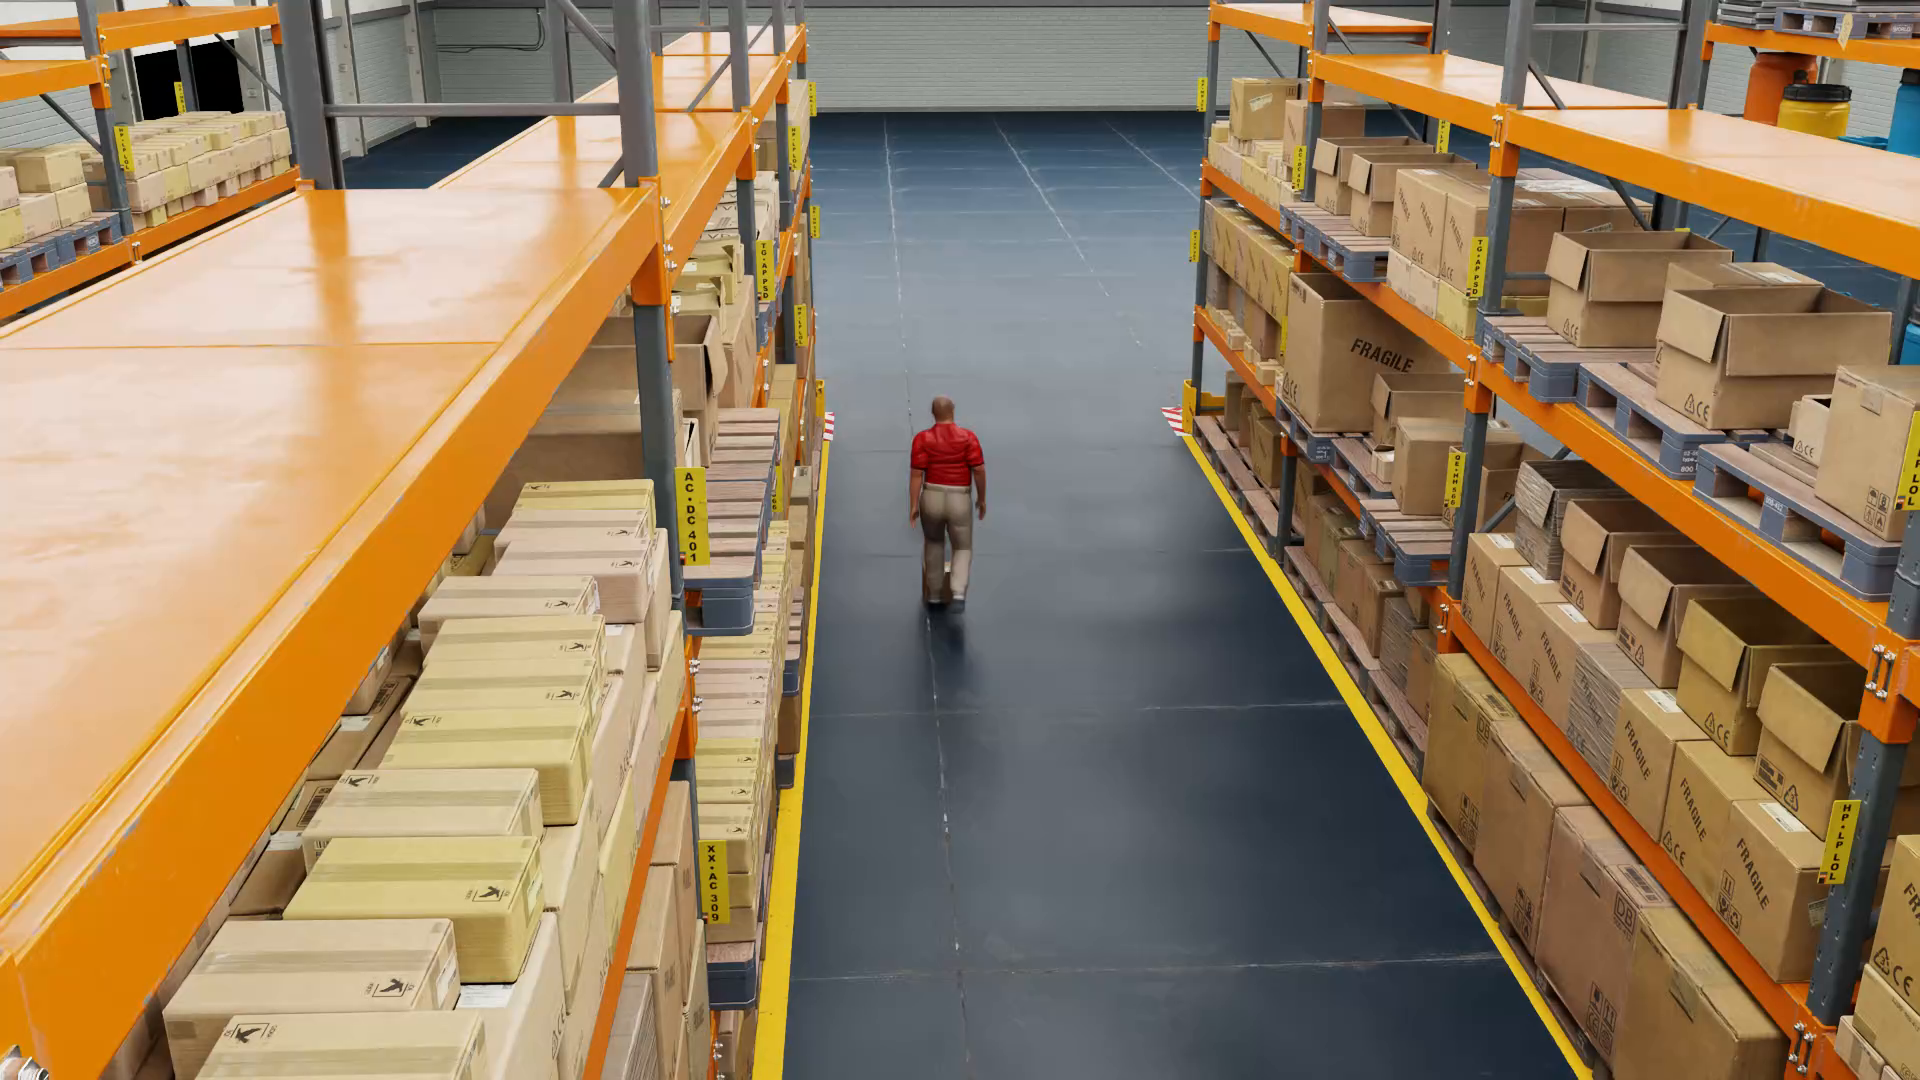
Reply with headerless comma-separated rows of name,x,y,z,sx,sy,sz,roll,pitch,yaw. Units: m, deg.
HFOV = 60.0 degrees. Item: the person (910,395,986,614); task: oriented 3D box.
person,-0.097,-0.243,12.623,0.584,1.701,0.788,2,20,5
